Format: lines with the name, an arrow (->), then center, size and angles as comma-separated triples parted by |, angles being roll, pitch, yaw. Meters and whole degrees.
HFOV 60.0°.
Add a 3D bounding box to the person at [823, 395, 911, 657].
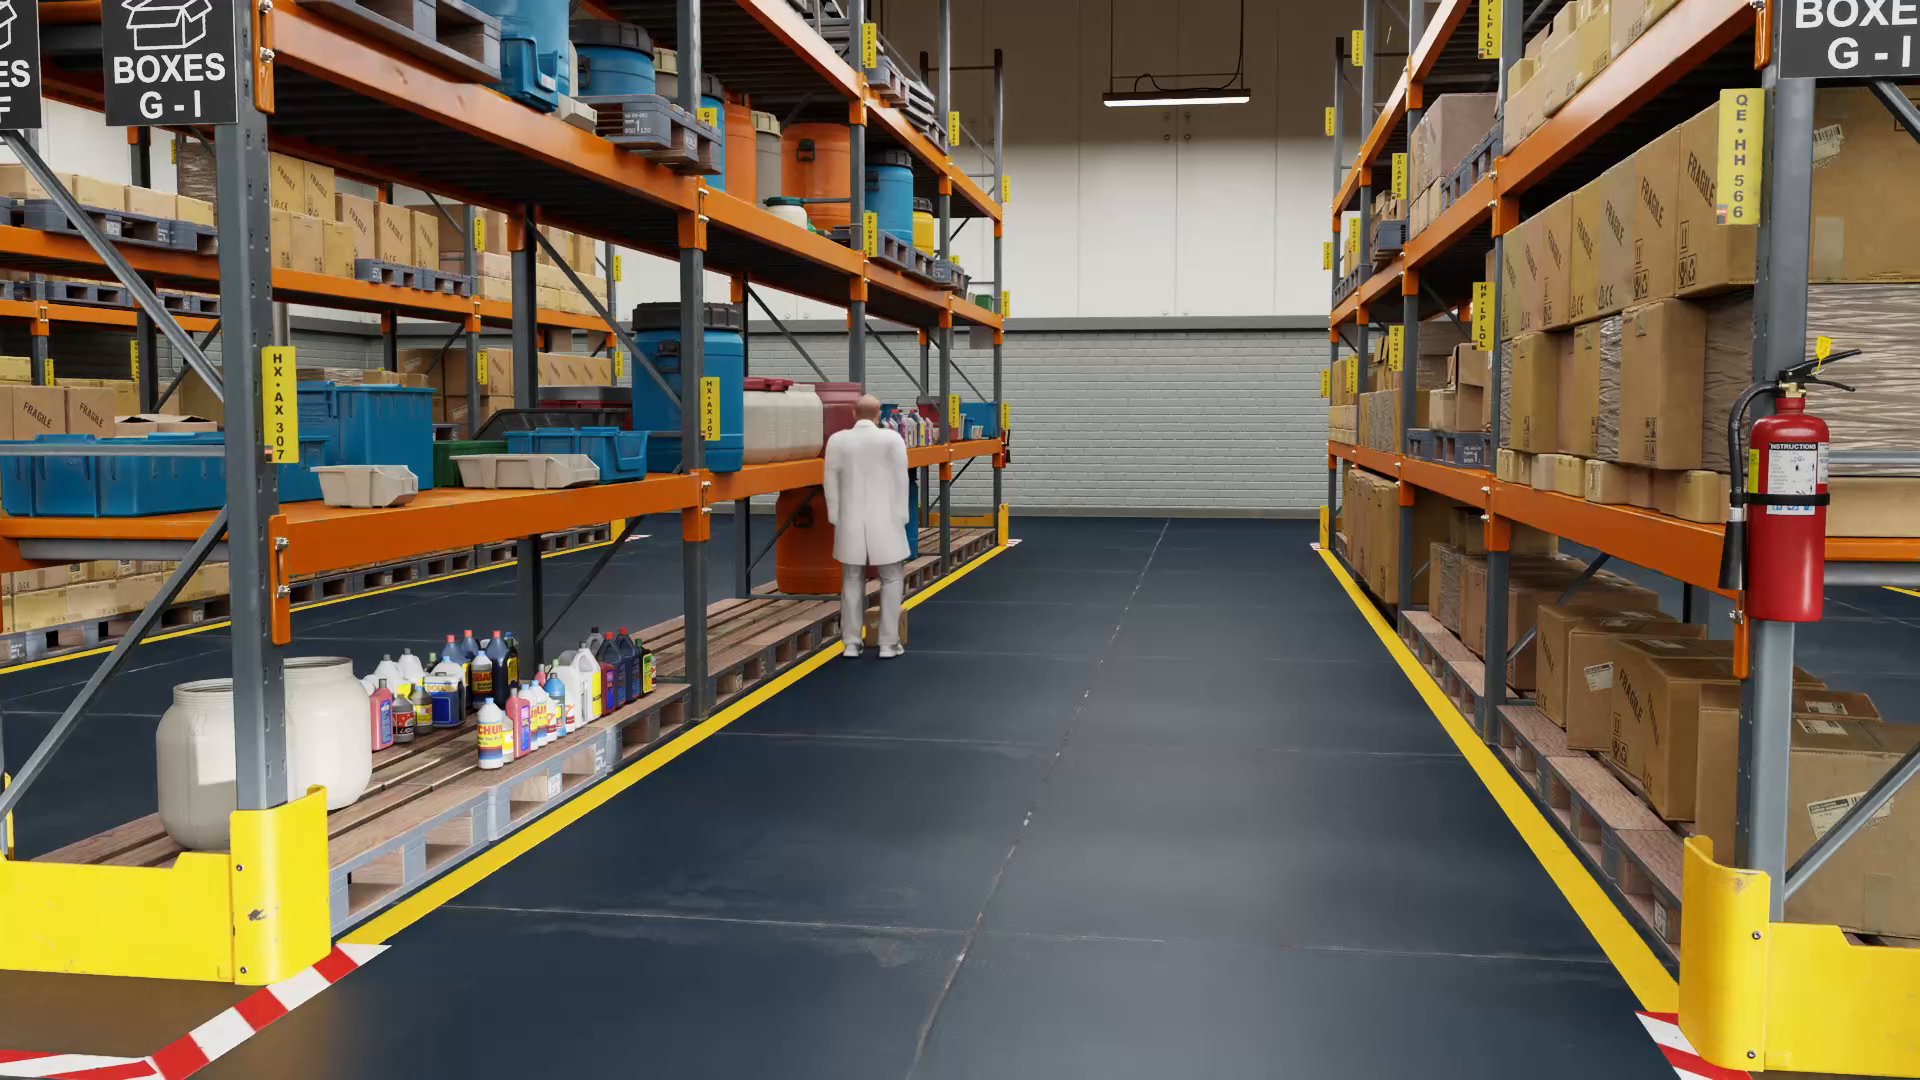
person -> -0.619, -0.092, 11.083 | 0.583, 1.745, 0.403 | 1, 4, 10
